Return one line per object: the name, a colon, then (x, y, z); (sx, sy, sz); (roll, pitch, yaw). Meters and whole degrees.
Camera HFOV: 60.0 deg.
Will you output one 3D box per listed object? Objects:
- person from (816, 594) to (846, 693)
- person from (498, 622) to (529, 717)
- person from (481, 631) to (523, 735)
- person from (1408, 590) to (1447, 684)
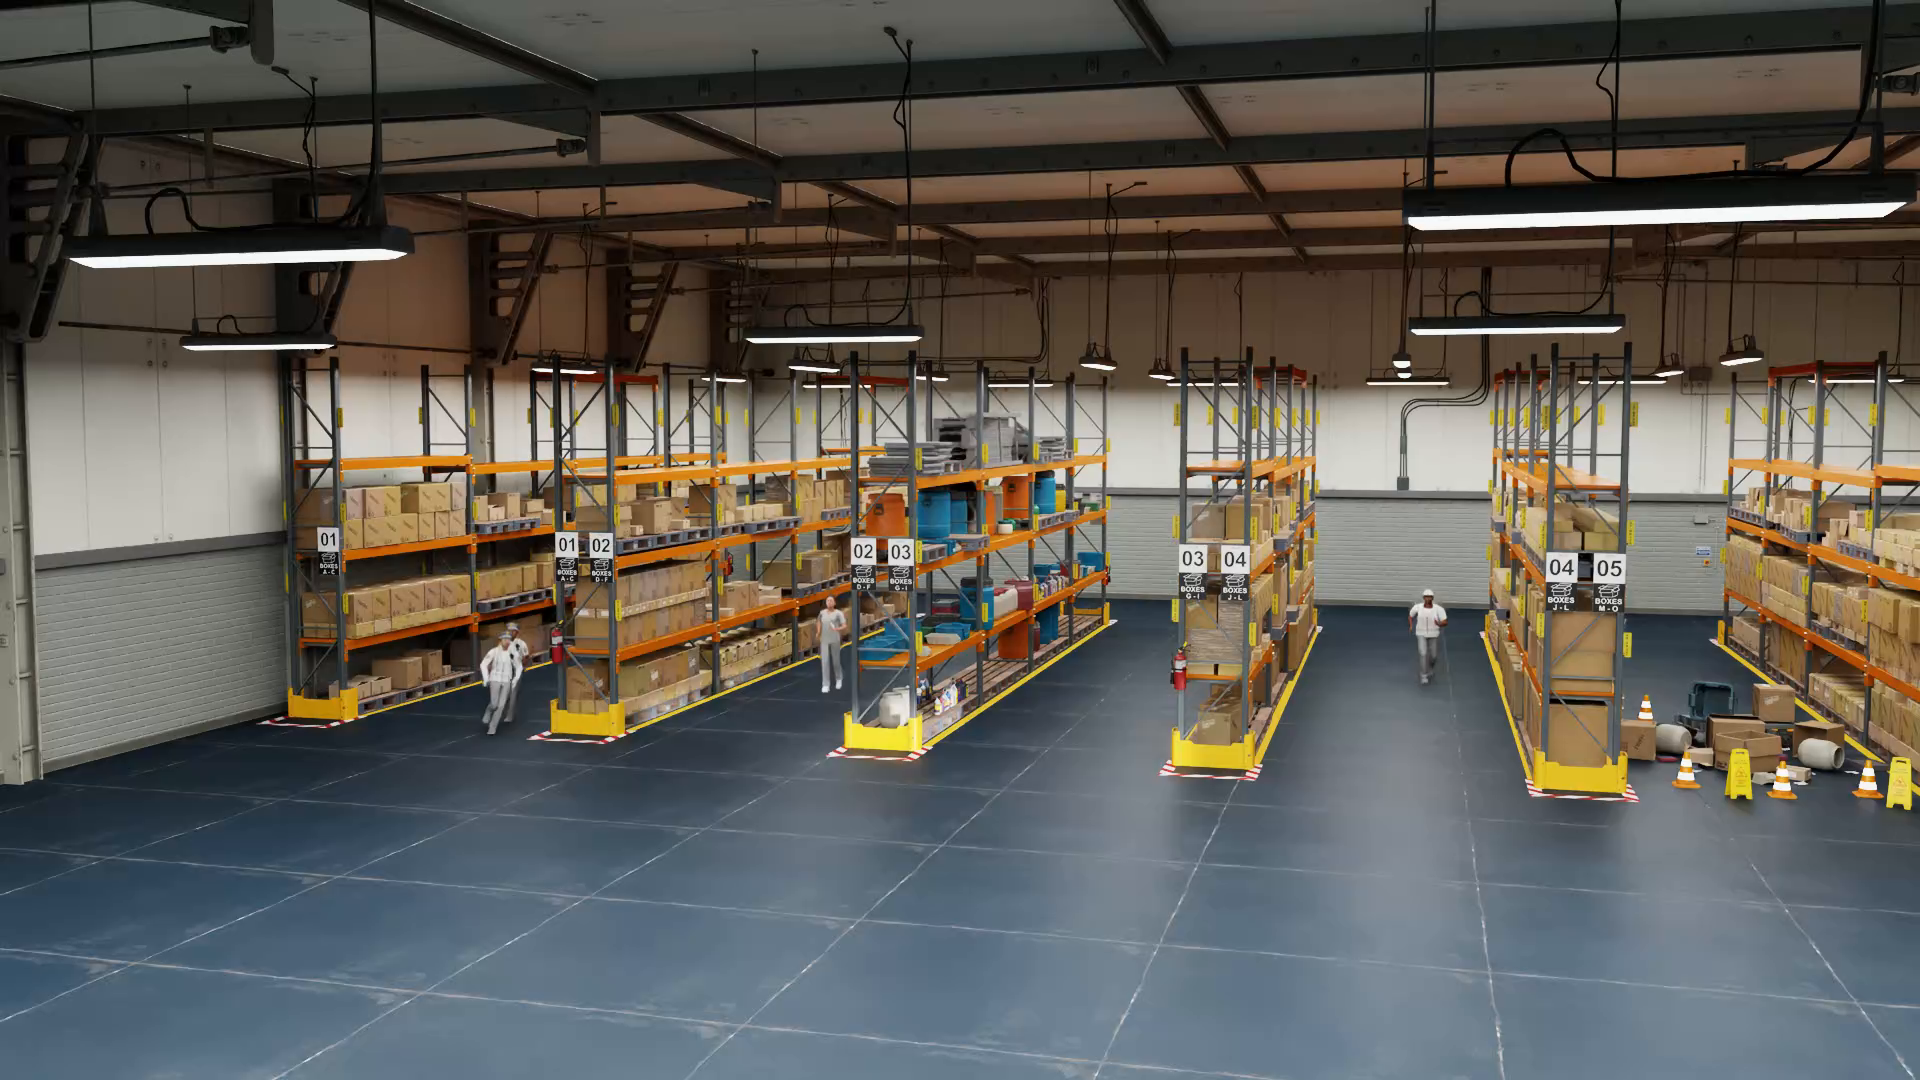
person: (-2.239, 1.773, 28.687); (0.575, 1.670, 0.848); (1, 4, 11)
person: (-7.384, 2.139, 27.403); (0.543, 1.574, 0.475); (0, 4, -6)
person: (-7.275, 2.249, 26.464); (0.650, 1.620, 0.516); (-2, 5, -23)
person: (8.831, 1.805, 31.415); (0.710, 1.747, 0.968); (1, 4, 13)
